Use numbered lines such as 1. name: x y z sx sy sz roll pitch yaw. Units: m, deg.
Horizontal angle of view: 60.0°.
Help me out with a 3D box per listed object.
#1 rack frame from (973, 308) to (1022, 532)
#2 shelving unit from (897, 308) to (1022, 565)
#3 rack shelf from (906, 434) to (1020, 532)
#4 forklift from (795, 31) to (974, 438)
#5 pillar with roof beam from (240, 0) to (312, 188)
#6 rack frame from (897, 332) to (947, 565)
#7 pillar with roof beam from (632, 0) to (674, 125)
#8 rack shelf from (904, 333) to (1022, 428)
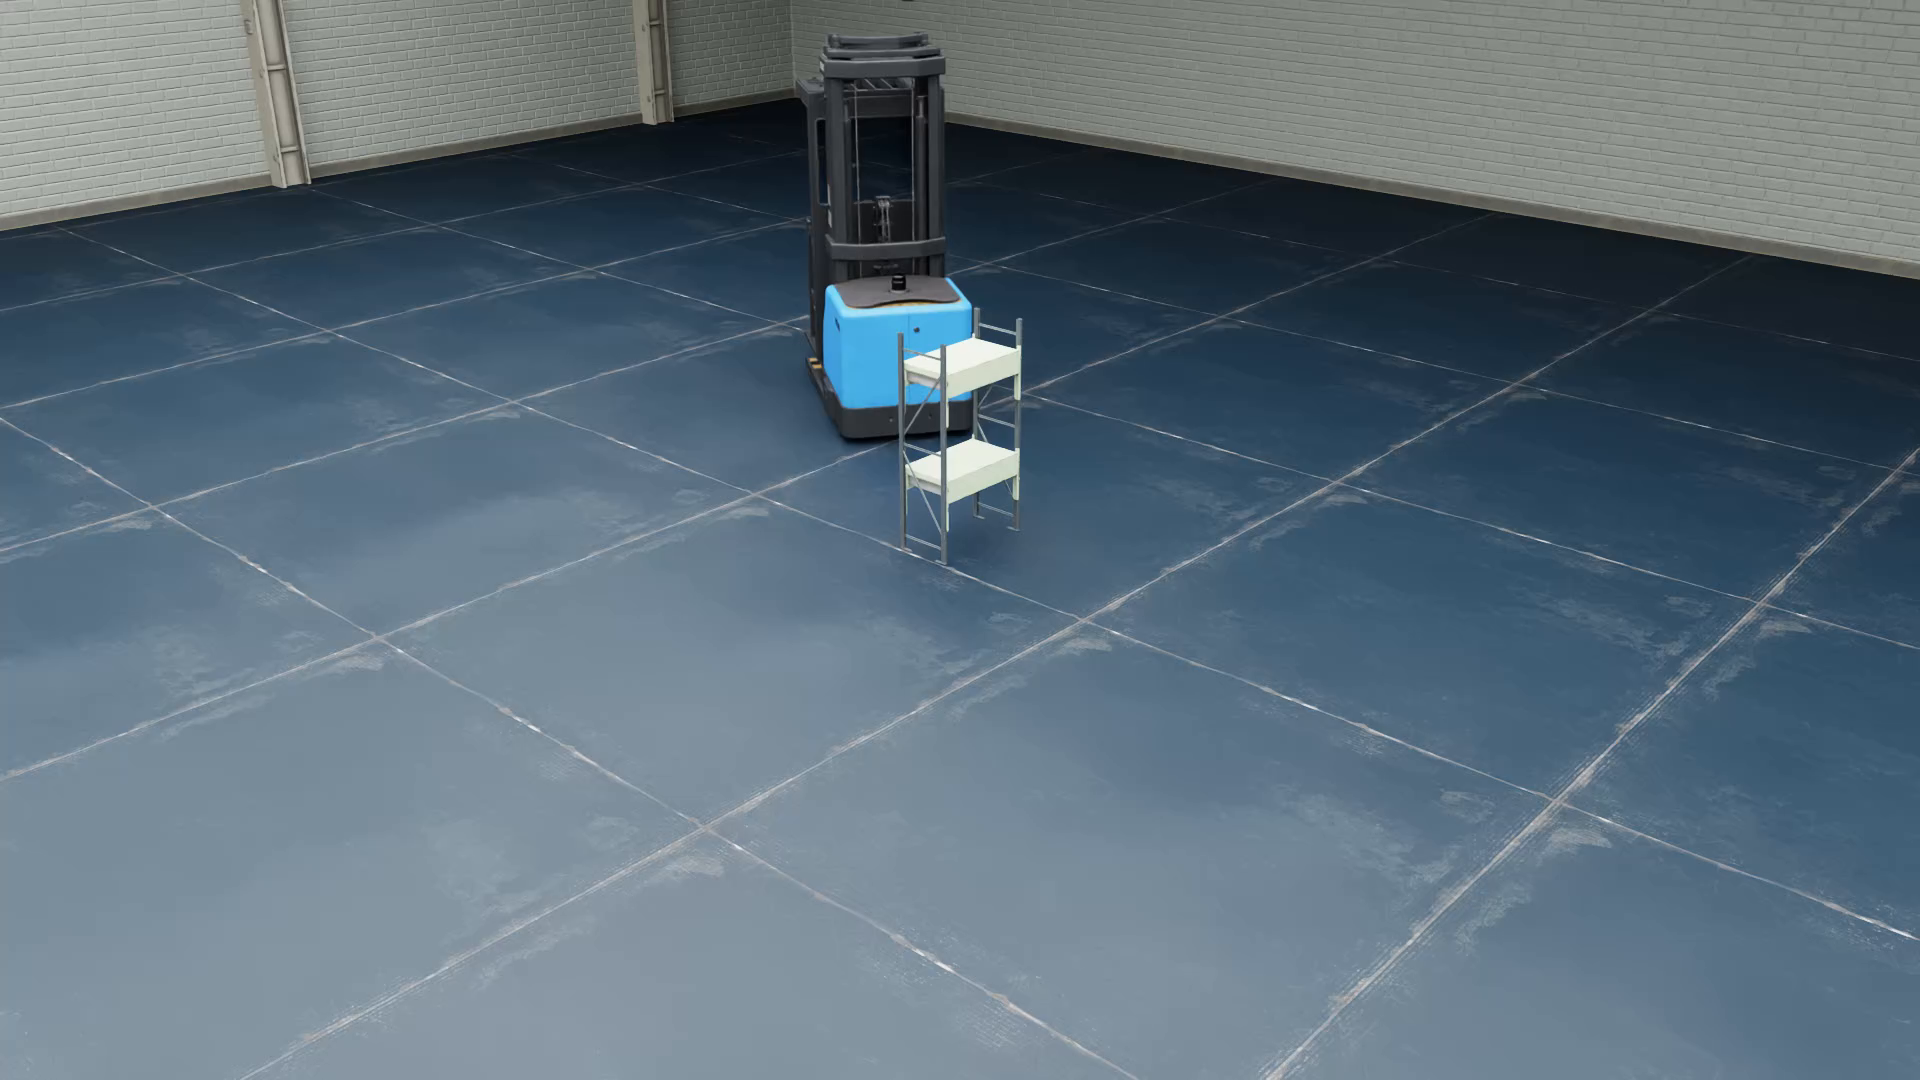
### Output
1. rack frame: 0.249 -0.798 11.196 0.400 1.500 0.023 20 31 38
2. shelving unit: 0.004 -0.686 10.948 0.431 1.500 0.755 20 31 38
3. rack shelf: 0.004 -0.389 11.081 0.431 0.370 0.720 20 31 38
4. forklift: -0.718 -2.699 13.688 1.130 2.935 3.031 -5 25 -12
5. pillar with roof beam: -5.447 -7.538 17.062 9.100 9.000 0.400 20 31 38
6. rack frame: -0.240 -0.575 10.699 0.400 1.500 0.023 20 31 38
7. pillar with roof beam: -1.442 -9.366 21.140 9.100 9.000 0.400 20 31 38
8. rack shelf: 0.004 -1.042 10.788 0.431 0.370 0.720 20 31 38
